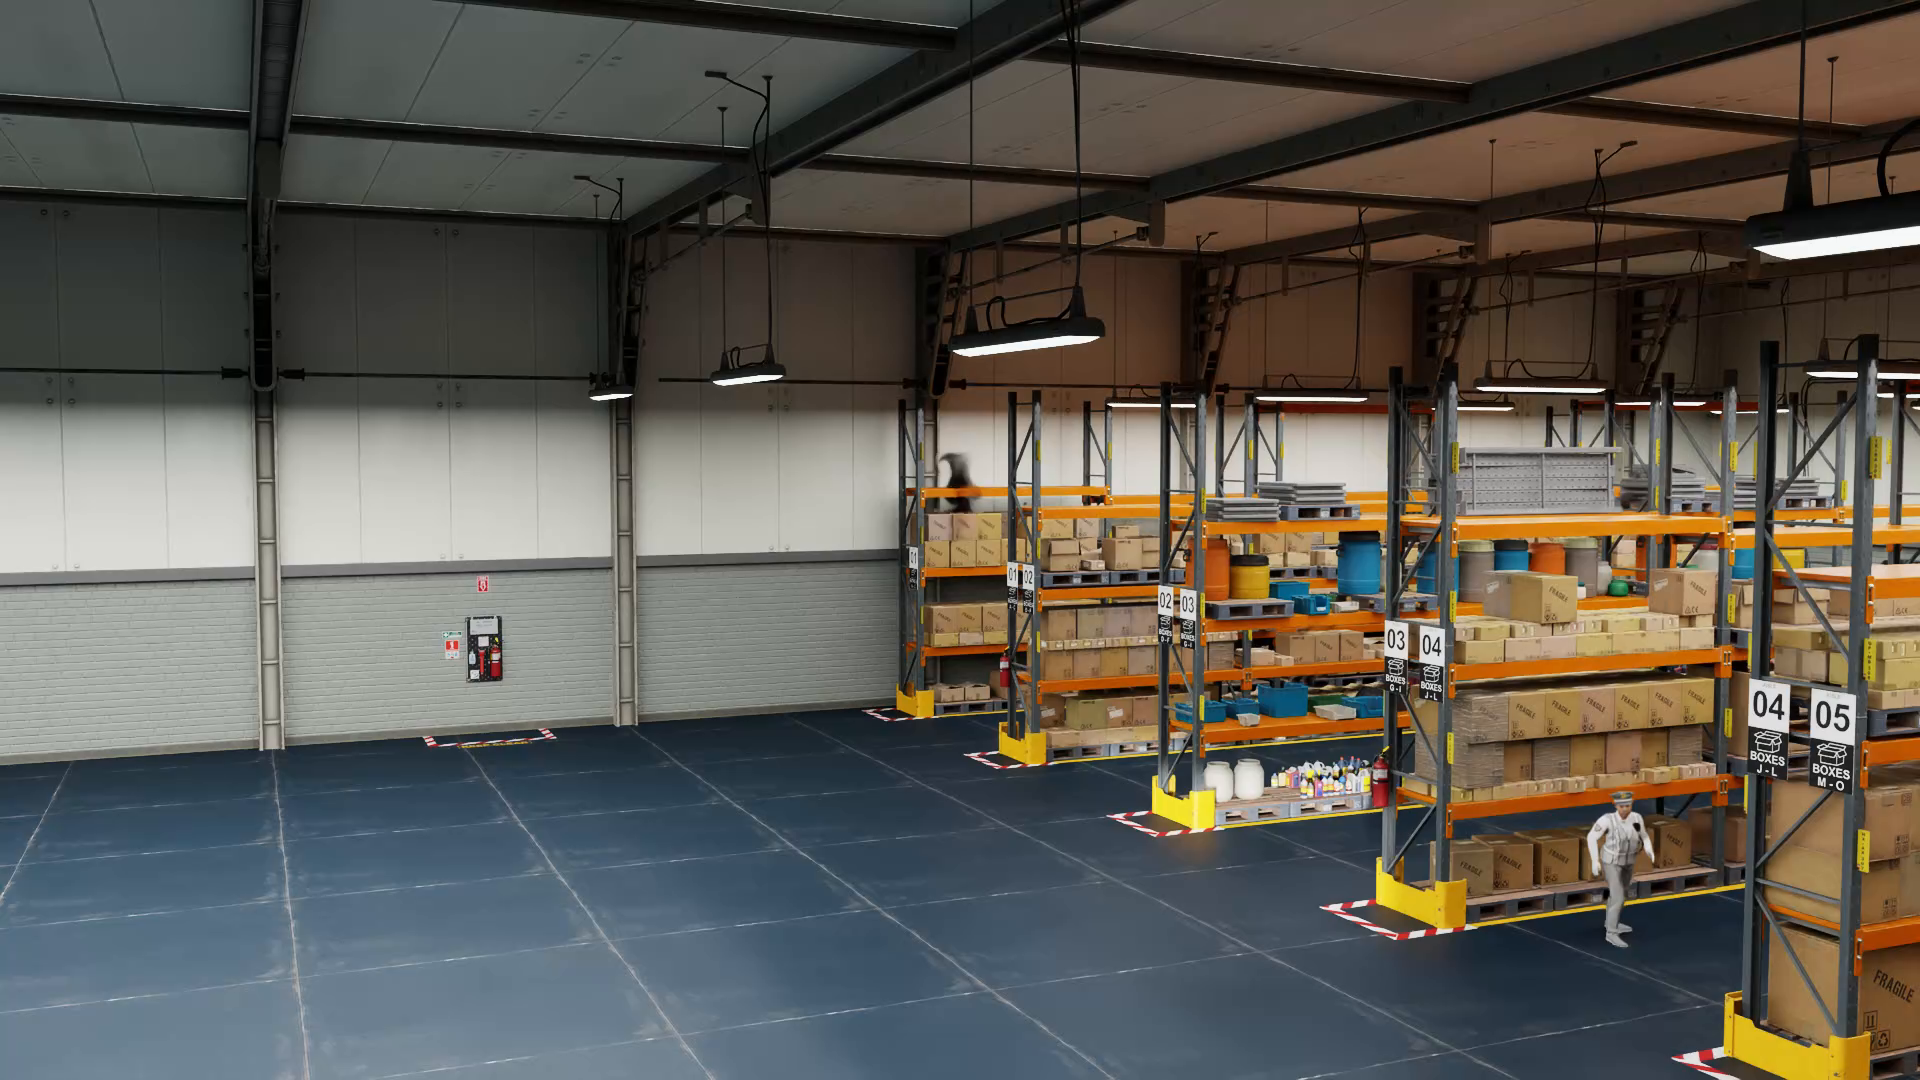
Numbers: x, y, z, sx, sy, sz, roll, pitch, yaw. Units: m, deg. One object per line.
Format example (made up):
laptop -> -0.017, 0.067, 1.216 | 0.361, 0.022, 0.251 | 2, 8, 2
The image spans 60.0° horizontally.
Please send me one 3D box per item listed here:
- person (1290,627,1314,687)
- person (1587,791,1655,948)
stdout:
person -> 6.604, 2.446, 32.049 | 0.783, 1.676, 0.660 | -1, 4, -19
person -> 6.842, 3.369, 17.206 | 0.607, 1.614, 0.807 | -1, 4, -18
